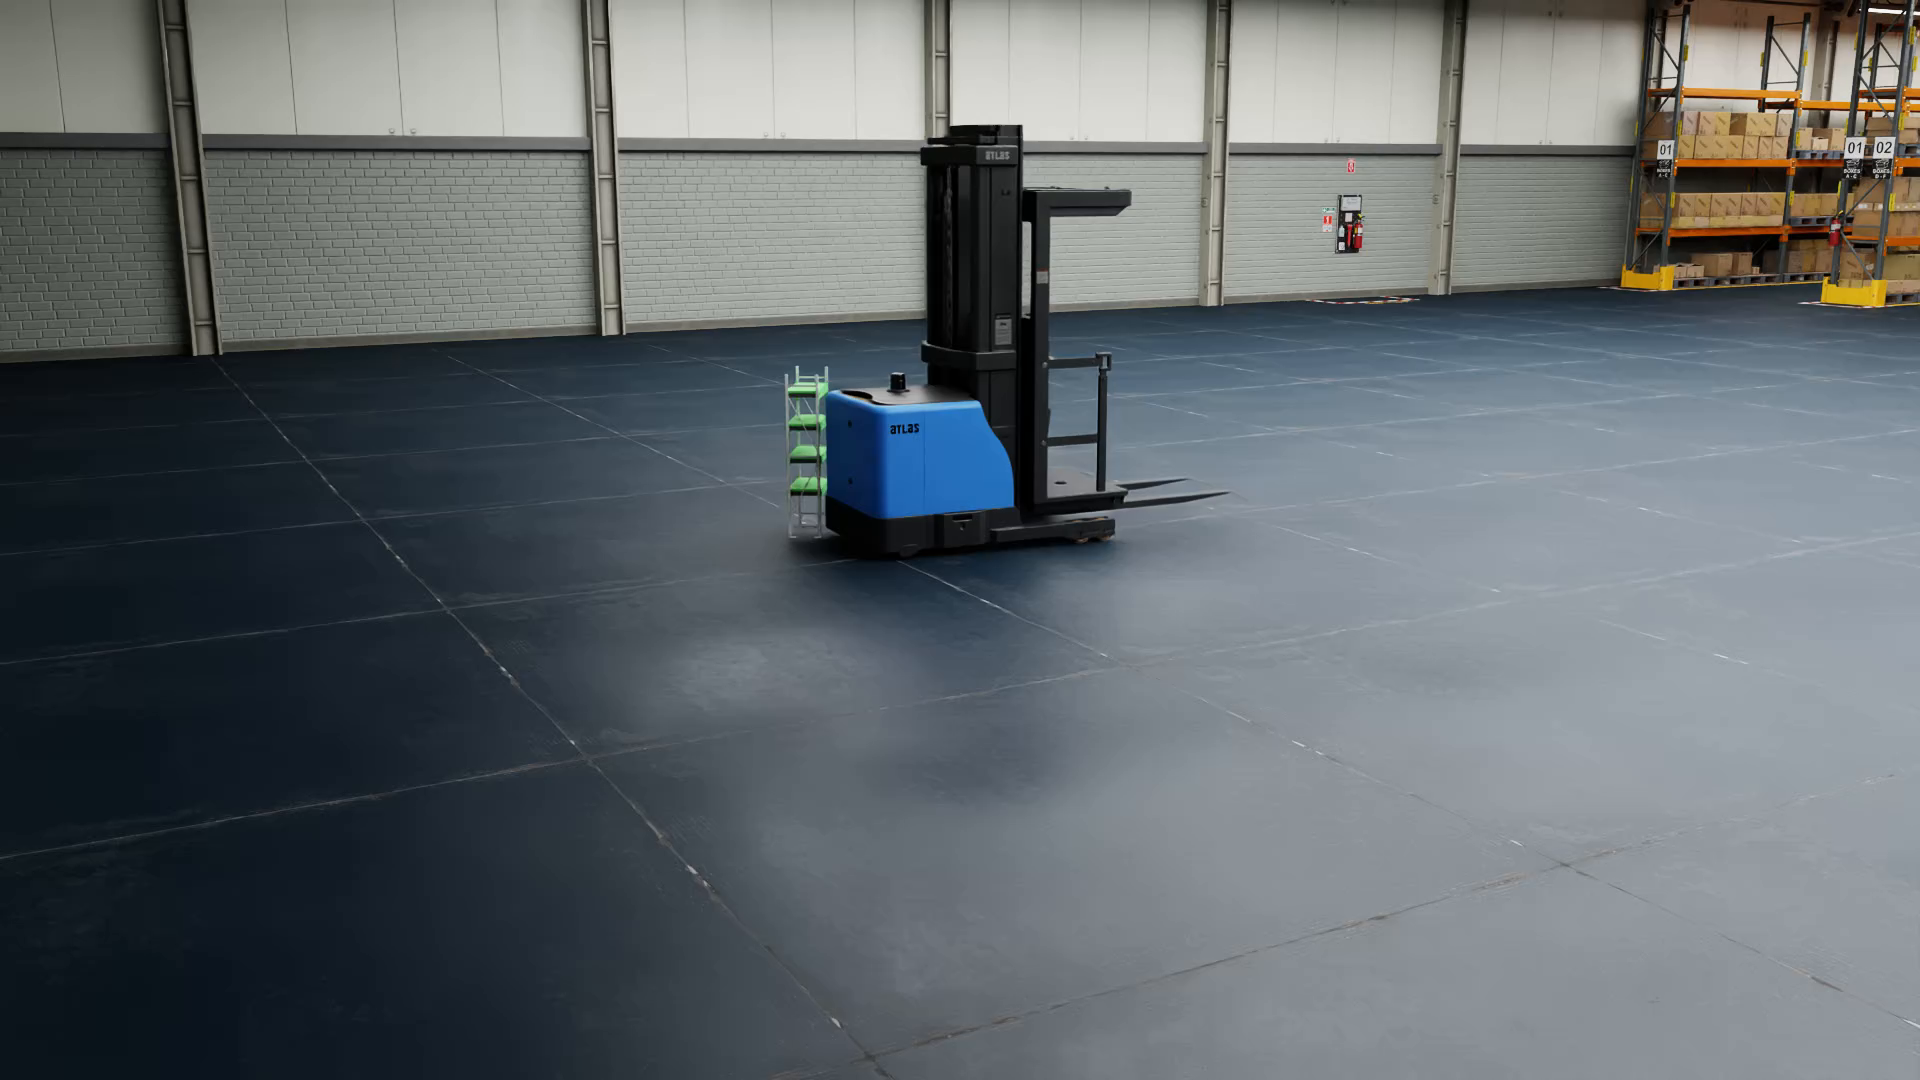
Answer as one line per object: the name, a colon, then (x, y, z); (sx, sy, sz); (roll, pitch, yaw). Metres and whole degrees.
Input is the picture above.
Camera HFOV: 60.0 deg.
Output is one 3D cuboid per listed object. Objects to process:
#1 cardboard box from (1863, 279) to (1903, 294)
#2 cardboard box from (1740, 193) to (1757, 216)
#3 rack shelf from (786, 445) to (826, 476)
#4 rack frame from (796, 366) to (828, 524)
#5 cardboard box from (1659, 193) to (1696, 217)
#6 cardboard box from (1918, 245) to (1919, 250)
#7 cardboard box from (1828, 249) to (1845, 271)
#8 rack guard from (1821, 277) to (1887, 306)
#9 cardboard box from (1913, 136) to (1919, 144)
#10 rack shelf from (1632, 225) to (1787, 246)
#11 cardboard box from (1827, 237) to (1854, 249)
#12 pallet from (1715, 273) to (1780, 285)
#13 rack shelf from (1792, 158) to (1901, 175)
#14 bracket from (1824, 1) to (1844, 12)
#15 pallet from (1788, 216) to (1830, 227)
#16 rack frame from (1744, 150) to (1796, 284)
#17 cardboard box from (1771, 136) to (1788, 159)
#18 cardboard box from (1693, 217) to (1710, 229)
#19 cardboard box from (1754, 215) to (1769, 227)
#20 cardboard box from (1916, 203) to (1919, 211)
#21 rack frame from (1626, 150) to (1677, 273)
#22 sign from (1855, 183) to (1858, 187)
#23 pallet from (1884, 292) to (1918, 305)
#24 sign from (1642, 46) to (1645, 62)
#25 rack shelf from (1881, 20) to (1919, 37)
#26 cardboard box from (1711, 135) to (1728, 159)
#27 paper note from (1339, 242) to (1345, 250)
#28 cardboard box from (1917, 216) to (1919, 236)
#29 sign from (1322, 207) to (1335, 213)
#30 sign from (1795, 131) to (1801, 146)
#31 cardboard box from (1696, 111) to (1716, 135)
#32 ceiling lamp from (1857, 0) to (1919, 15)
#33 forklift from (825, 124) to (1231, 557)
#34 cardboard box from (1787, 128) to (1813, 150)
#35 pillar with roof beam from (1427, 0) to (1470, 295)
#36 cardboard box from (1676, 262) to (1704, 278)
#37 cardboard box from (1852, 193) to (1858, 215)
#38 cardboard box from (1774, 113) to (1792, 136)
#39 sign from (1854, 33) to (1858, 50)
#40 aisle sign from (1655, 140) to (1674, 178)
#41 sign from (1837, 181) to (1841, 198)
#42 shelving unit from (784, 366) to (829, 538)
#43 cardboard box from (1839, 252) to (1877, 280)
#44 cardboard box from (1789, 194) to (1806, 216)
cardboard box: (18.184, -4.995, 32.776); (0.500, 0.250, 0.500); (-7, 14, -28)
cardboard box: (17.591, -7.581, 37.552); (0.500, 0.500, 0.500); (-7, 15, -29)
rack shelf: (-1.121, -0.593, 12.301); (0.258, 0.148, 0.480); (1, 13, 3)
rack frame: (-1.106, -0.708, 12.524); (0.240, 1.200, 0.015); (1, 13, 3)
cardboard box: (15.793, -7.367, 36.598); (0.500, 0.500, 0.500); (-7, 14, -28)
cardboard box: (23.732, -7.213, 41.266); (0.750, 0.750, 0.750); (-7, 14, -28)
cardboard box: (20.714, -6.733, 39.887); (0.500, 0.500, 0.700); (-7, 14, -28)
rack guard: (17.585, -4.896, 32.724); (0.348, 0.500, 1.175); (-7, 14, -28)
cardboard box: (18.724, -7.821, 32.496); (0.250, 0.149, 0.380); (-7, 14, -28)
rack shelf: (16.985, -6.931, 37.714); (4.000, 0.370, 1.077); (-7, 14, -28)
cardboard box: (21.114, -7.141, 39.990); (0.500, 0.250, 0.500); (-7, 14, -27)
pallet: (18.168, -6.055, 38.532); (1.213, 0.211, 1.003); (-7, 14, -28)
rack shelf: (20.496, -8.815, 39.255); (4.000, 0.370, 1.077); (-7, 14, -28)
bracket: (20.502, -12.514, 39.021); (0.430, 0.232, 0.235); (-7, 14, -28)
pallet: (19.481, -7.451, 38.824); (1.213, 0.211, 1.003); (-7, 14, -28)
rack frame: (18.741, -7.493, 38.570); (0.127, 3.000, 1.000); (-7, 14, -28)
cardboard box: (18.414, -8.914, 37.779); (0.500, 0.500, 0.500); (-6, 14, -26)
cardboard box: (16.259, -7.056, 36.926); (0.500, 0.250, 0.500); (-7, 15, -30)
cardboard box: (18.029, -7.270, 37.878); (0.500, 0.250, 0.500); (-7, 14, -28)
cardboard box: (18.727, -6.563, 32.734); (0.250, 0.149, 0.380); (-7, 14, -29)
rack frame: (15.230, -7.072, 36.701); (0.127, 3.000, 1.000); (-7, 14, -28)
sign: (21.983, -8.585, 40.787); (0.005, 0.325, 0.100); (-7, 14, -28)
pallet: (18.258, -4.846, 33.160); (1.213, 0.211, 1.003); (-7, 14, -28)
sign: (14.982, -10.641, 36.407); (0.005, 0.325, 0.100); (-7, 14, -28)
rack shelf: (24.007, -12.321, 40.431); (4.000, 0.370, 1.077); (-7, 14, -28)
cardboard box: (16.585, -8.686, 36.767); (0.500, 0.500, 0.500); (-6, 14, -25)
paper note: (7.787, -5.993, 33.914); (0.142, 0.148, 0.016); (-7, 14, -28)
cardboard box: (18.920, -6.320, 33.133); (0.500, 0.500, 0.700); (-7, 14, -27)
sign: (7.449, -6.665, 33.604); (0.331, 0.109, 0.001); (-7, 14, -28)
sign: (19.007, -9.104, 37.723); (0.005, 0.325, 0.100); (-7, 14, -28)
cardboard box: (16.149, -9.118, 36.412); (0.500, 0.500, 0.500); (-7, 14, -29)
ceiling lamp: (19.967, -12.712, 34.805); (2.000, 3.185, 0.800); (-7, 14, -28)
forklift: (0.570, -1.508, 12.132); (3.031, 2.935, 1.130); (-6, 14, -25)
cardboard box: (19.259, -9.252, 38.371); (0.500, 0.500, 0.500); (-5, 13, -20)
pillar with roof beam: (12.226, -8.778, 30.619); (0.400, 9.000, 9.100); (-7, 14, -28)
cardboard box: (16.380, -6.090, 37.460); (0.500, 0.311, 0.500); (-6, 14, -23)
cardboard box: (21.366, -8.061, 39.868); (0.500, 0.500, 0.700); (-8, 15, -33)
cardboard box: (18.431, -9.397, 37.652); (0.500, 0.500, 0.500); (-8, 15, -33)
sign: (17.359, -9.645, 32.162); (0.005, 0.325, 0.100); (-7, 14, -28)
aisle sign: (15.310, -8.275, 36.125); (0.004, 0.787, 0.394); (-7, 14, -28)
sign: (17.359, -6.904, 32.778); (0.005, 0.325, 0.100); (-7, 14, -28)
shelving unit: (-1.121, -0.655, 12.286); (0.258, 1.200, 0.503); (1, 13, 3)
cardboard box: (17.935, -5.461, 33.139); (0.500, 0.500, 0.500); (-7, 14, -28)
cardboard box: (19.204, -7.803, 38.720); (0.500, 0.500, 0.700); (-7, 14, -28)
